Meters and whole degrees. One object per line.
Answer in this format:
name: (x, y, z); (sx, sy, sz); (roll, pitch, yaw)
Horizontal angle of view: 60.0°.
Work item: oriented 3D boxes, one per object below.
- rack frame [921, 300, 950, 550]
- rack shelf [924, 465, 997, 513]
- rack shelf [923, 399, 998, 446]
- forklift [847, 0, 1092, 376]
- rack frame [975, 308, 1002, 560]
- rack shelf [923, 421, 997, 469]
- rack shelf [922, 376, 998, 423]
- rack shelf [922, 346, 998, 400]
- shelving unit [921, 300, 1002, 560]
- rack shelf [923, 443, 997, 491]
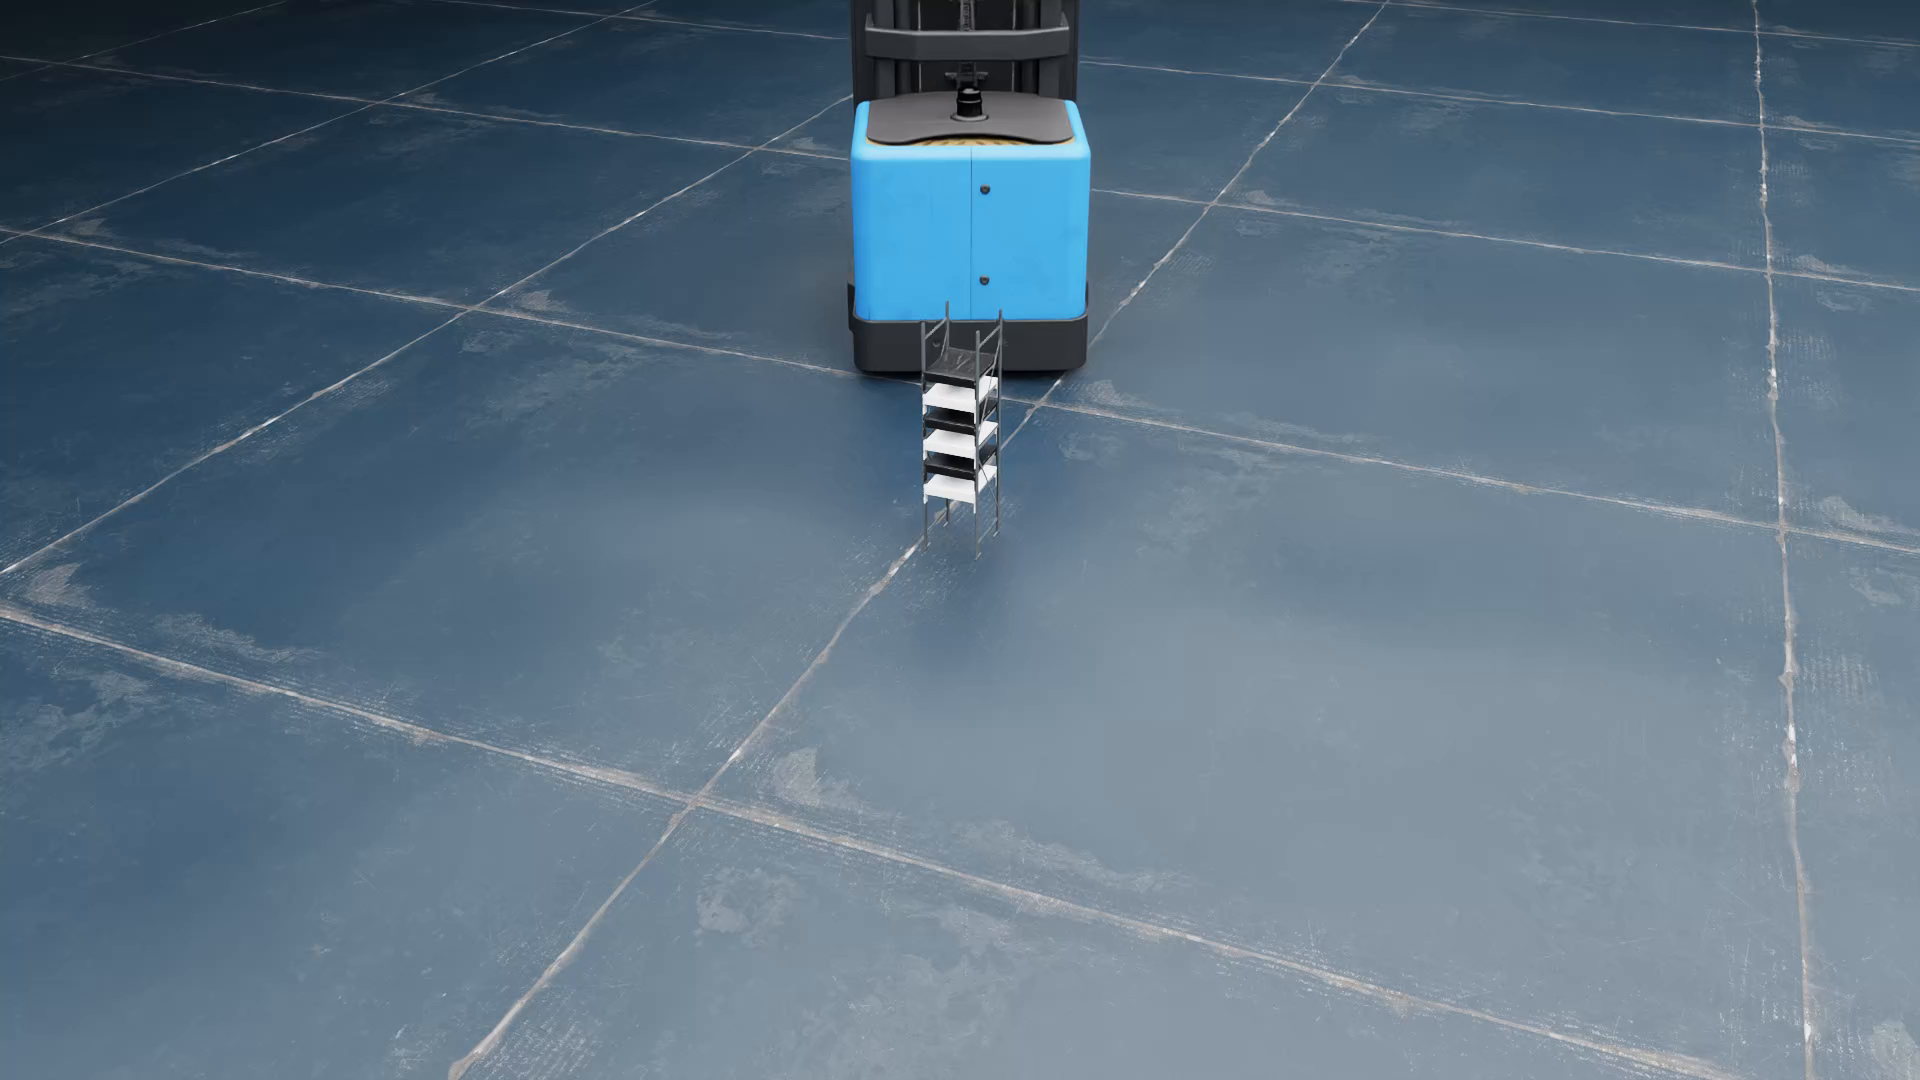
rack frame: (-0.087, -0.409, 6.059); (0.006, 0.900, 0.240); (11, 31, 19)
rack shelf: (0.008, -0.205, 6.131); (0.200, 0.077, 0.258); (11, 31, 19)
rack shelf: (0.008, -0.440, 5.998); (0.200, 0.077, 0.258); (11, 31, 19)
forklift: (0.019, -2.689, 8.029); (1.130, 2.935, 3.031); (-1, 29, -1)
rack frame: (0.102, -0.371, 5.993); (0.006, 0.900, 0.240); (11, 31, 19)
rack shelf: (0.008, -0.361, 6.042); (0.200, 0.077, 0.258); (11, 31, 19)
rack shelf: (0.008, -0.518, 5.954); (0.200, 0.077, 0.258); (11, 31, 19)
rack shelf: (0.008, -0.596, 5.909); (0.200, 0.077, 0.258); (11, 31, 19)
shelving unit: (0.008, -0.390, 6.026); (0.210, 0.900, 0.258); (11, 31, 19)
rack shelf: (0.008, -0.283, 6.087); (0.200, 0.077, 0.258); (11, 31, 19)
